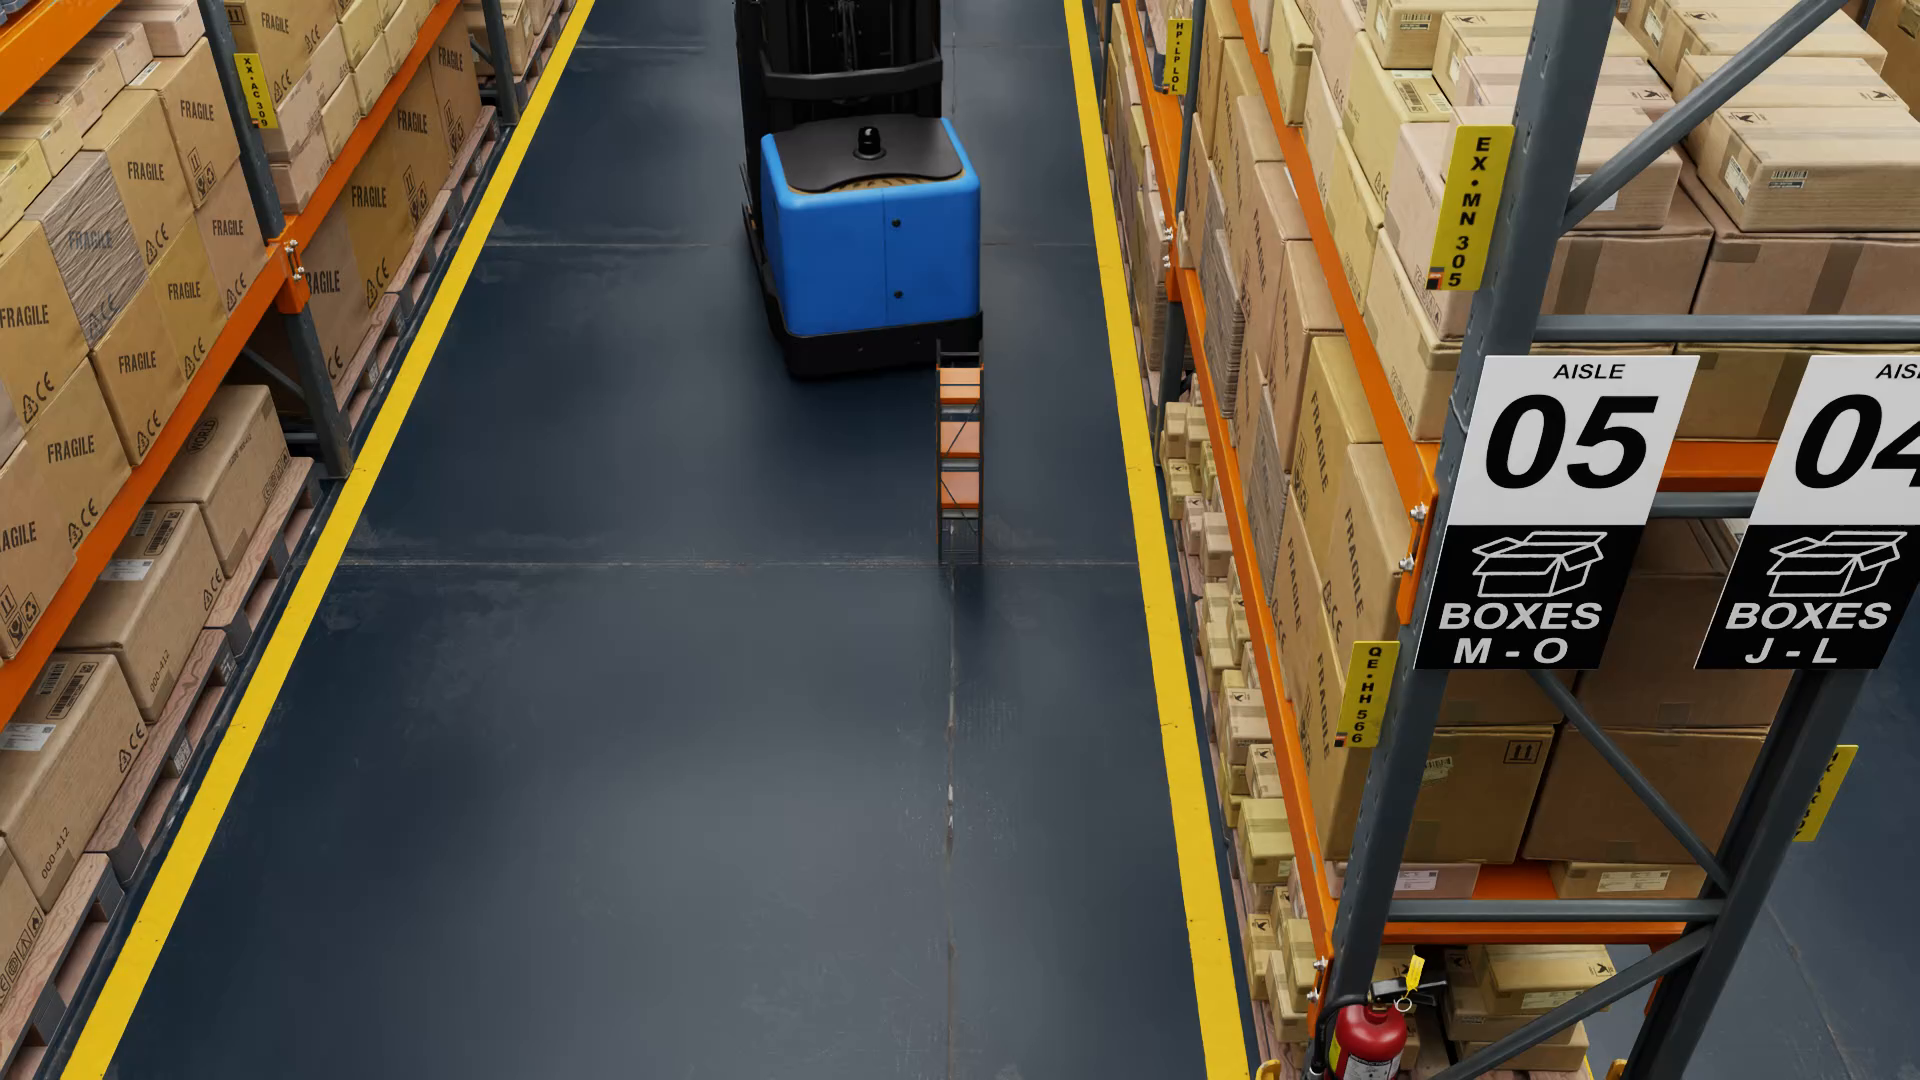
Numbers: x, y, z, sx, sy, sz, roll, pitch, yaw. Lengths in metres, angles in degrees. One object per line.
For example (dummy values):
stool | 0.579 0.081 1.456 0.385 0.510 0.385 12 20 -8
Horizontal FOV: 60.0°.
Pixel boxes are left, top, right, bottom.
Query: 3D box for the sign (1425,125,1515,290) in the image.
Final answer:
sign | 0.912 -0.591 2.982 0.100 0.325 0.005 0 39 0

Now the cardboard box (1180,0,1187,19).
cardboard box | 1.267 -2.607 7.994 0.380 0.149 0.250 0 39 0

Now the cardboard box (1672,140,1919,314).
cardboard box | 1.726 -0.651 3.485 0.500 0.250 0.500 1 39 1

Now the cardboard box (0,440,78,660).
cardboard box | -3.207 0.030 5.234 0.500 0.500 0.500 0 39 0

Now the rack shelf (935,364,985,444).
rack shelf | 0.000 -0.589 7.209 0.215 0.259 0.240 0 39 0

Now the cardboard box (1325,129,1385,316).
cardboard box | 1.194 -0.778 4.044 0.500 0.250 0.500 0 39 0

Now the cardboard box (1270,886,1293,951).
cardboard box | 1.235 1.276 5.465 0.380 0.149 0.250 -1 39 -1

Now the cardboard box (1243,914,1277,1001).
cardboard box | 1.156 1.396 5.553 0.380 0.149 0.250 1 39 1

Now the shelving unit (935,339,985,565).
shelving unit | 0.000 -0.376 7.380 0.215 1.050 0.252 0 39 0

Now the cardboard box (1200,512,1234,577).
cardboard box | 1.188 0.020 6.794 0.380 0.149 0.250 1 39 1

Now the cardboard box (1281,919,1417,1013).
cardboard box | 1.213 1.323 5.169 0.380 0.149 0.250 0 39 0

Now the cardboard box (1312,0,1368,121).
cardboard box | 1.212 -1.298 4.293 0.500 0.250 0.500 0 39 1

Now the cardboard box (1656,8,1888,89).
cardboard box | 1.785 -1.057 3.674 0.380 0.149 0.250 0 39 0

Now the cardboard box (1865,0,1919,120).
cardboard box | 6.398 -2.909 10.345 1.225 0.875 0.875 -2 39 -2

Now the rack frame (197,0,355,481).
rack frame | -3.487 -1.498 7.220 1.000 3.000 0.127 0 39 0

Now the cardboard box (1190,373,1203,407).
cardboard box | 1.256 -0.632 7.609 0.380 0.149 0.250 1 39 2

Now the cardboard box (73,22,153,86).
cardboard box | -3.277 -1.823 6.227 0.380 0.149 0.250 1 39 1

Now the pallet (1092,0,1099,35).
pallet | 1.534 -4.232 12.862 1.003 0.211 1.213 0 39 0

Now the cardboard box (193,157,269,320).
cardboard box | -3.231 -1.247 6.827 0.500 0.500 0.500 0 39 0

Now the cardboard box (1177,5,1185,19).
cardboard box | 1.261 -2.486 8.081 0.380 0.149 0.250 -1 39 -2

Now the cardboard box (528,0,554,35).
cardboard box | -3.492 -3.952 12.049 0.950 0.372 0.625 -1 39 -1

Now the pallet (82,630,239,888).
pallet | -3.561 0.831 6.544 1.003 0.211 1.213 0 39 0

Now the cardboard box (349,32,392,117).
cardboard box | -3.211 -2.358 8.414 0.500 0.250 0.500 0 39 0

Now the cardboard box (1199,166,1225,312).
cardboard box | 1.219 -1.100 6.406 0.500 0.500 0.500 0 39 0

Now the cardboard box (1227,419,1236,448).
cardboard box | 1.186 -0.465 6.133 0.380 0.149 0.250 2 39 2

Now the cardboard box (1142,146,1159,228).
cardboard box | 1.222 -1.832 8.701 0.500 0.250 0.500 2 39 2

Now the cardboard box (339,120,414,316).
cardboard box | -3.577 -1.785 8.942 0.875 0.875 0.875 1 39 1

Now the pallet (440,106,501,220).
pallet | -3.567 -2.418 10.598 1.003 0.211 1.213 0 39 0

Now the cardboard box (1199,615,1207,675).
cardboard box | 1.184 0.424 6.767 0.380 0.149 0.250 -1 39 -1

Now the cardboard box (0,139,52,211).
cardboard box | -3.231 -1.188 5.436 0.380 0.149 0.250 -1 39 -1

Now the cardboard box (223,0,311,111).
cardboard box | -3.200 -2.202 7.220 0.500 0.500 0.500 0 39 0

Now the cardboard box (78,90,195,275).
cardboard box | -3.218 -1.315 6.112 0.500 0.500 0.500 -1 39 -1

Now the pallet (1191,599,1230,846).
pallet | 1.503 0.709 6.697 1.003 0.211 1.213 0 39 0

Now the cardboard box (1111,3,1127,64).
cardboard box | 1.217 -3.115 10.302 0.500 0.250 0.500 -2 39 -2

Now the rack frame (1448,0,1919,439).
rack frame | 1.467 -1.404 2.306 1.000 3.000 0.127 0 39 0

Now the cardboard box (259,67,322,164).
cardboard box | -3.206 -1.909 7.454 0.500 0.250 0.500 -1 39 -1

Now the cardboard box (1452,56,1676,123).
cardboard box | 1.249 -0.887 3.461 0.380 0.149 0.250 0 39 1

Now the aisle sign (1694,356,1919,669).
aisle sign | 1.767 -0.032 3.312 0.394 0.787 0.004 0 39 0

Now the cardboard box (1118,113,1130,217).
cardboard box | 1.213 -2.176 9.730 0.500 0.500 0.500 -1 39 -1

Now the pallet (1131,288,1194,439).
pallet | 1.460 -0.963 8.783 1.003 0.211 1.213 0 39 0

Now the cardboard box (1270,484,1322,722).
cardboard box | 1.214 0.179 4.810 0.500 0.500 0.500 -1 39 -1

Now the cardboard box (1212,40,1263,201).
cardboard box | 1.235 -1.503 6.110 0.500 0.500 0.500 -1 39 -1

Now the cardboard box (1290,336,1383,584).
cardboard box | 1.217 -0.211 4.497 0.500 0.500 0.500 -1 39 -2

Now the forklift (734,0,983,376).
forklift | -0.698 -2.927 9.059 1.130 2.935 3.031 -8 39 -10

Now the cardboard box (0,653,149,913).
cardboard box | -3.593 0.855 5.998 0.875 0.438 0.875 1 39 1

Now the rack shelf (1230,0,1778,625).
rack shelf | 1.465 -1.203 5.030 1.077 0.370 4.000 0 39 0

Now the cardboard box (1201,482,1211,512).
cardboard box | 1.269 -0.194 7.300 0.380 0.149 0.250 0 39 0

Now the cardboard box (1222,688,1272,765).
cardboard box | 1.150 0.674 5.979 0.380 0.149 0.250 1 39 2

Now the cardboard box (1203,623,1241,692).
cardboard box | 1.155 0.458 6.485 0.380 0.149 0.250 0 39 0

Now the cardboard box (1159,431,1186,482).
cardboard box | 1.142 -0.388 7.779 0.380 0.149 0.250 -2 39 -2
